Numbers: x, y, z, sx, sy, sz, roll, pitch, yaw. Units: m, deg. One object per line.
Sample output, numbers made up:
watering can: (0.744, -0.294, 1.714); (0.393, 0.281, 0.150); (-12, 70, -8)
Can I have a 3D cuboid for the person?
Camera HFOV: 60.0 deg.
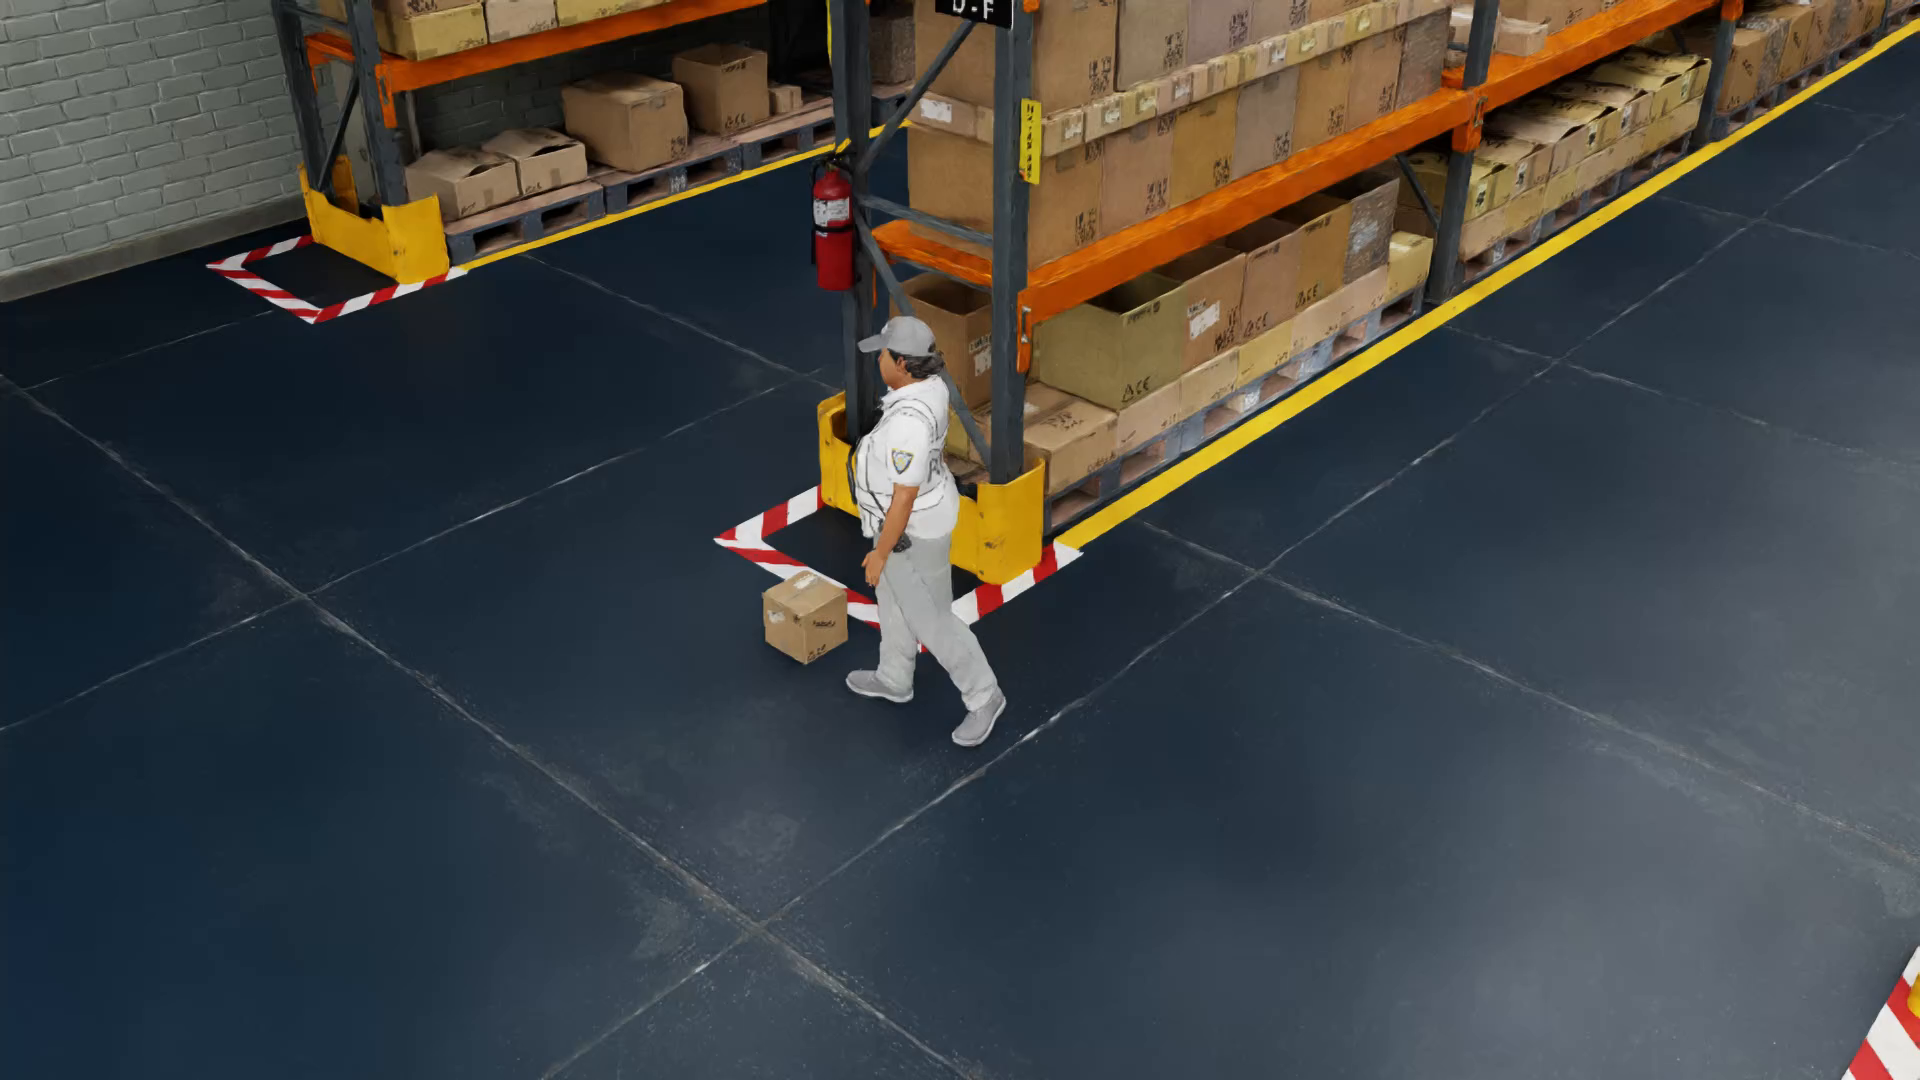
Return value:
person: (-0.141, -0.048, 6.219); (0.662, 1.655, 0.605); (2, 32, 4)
